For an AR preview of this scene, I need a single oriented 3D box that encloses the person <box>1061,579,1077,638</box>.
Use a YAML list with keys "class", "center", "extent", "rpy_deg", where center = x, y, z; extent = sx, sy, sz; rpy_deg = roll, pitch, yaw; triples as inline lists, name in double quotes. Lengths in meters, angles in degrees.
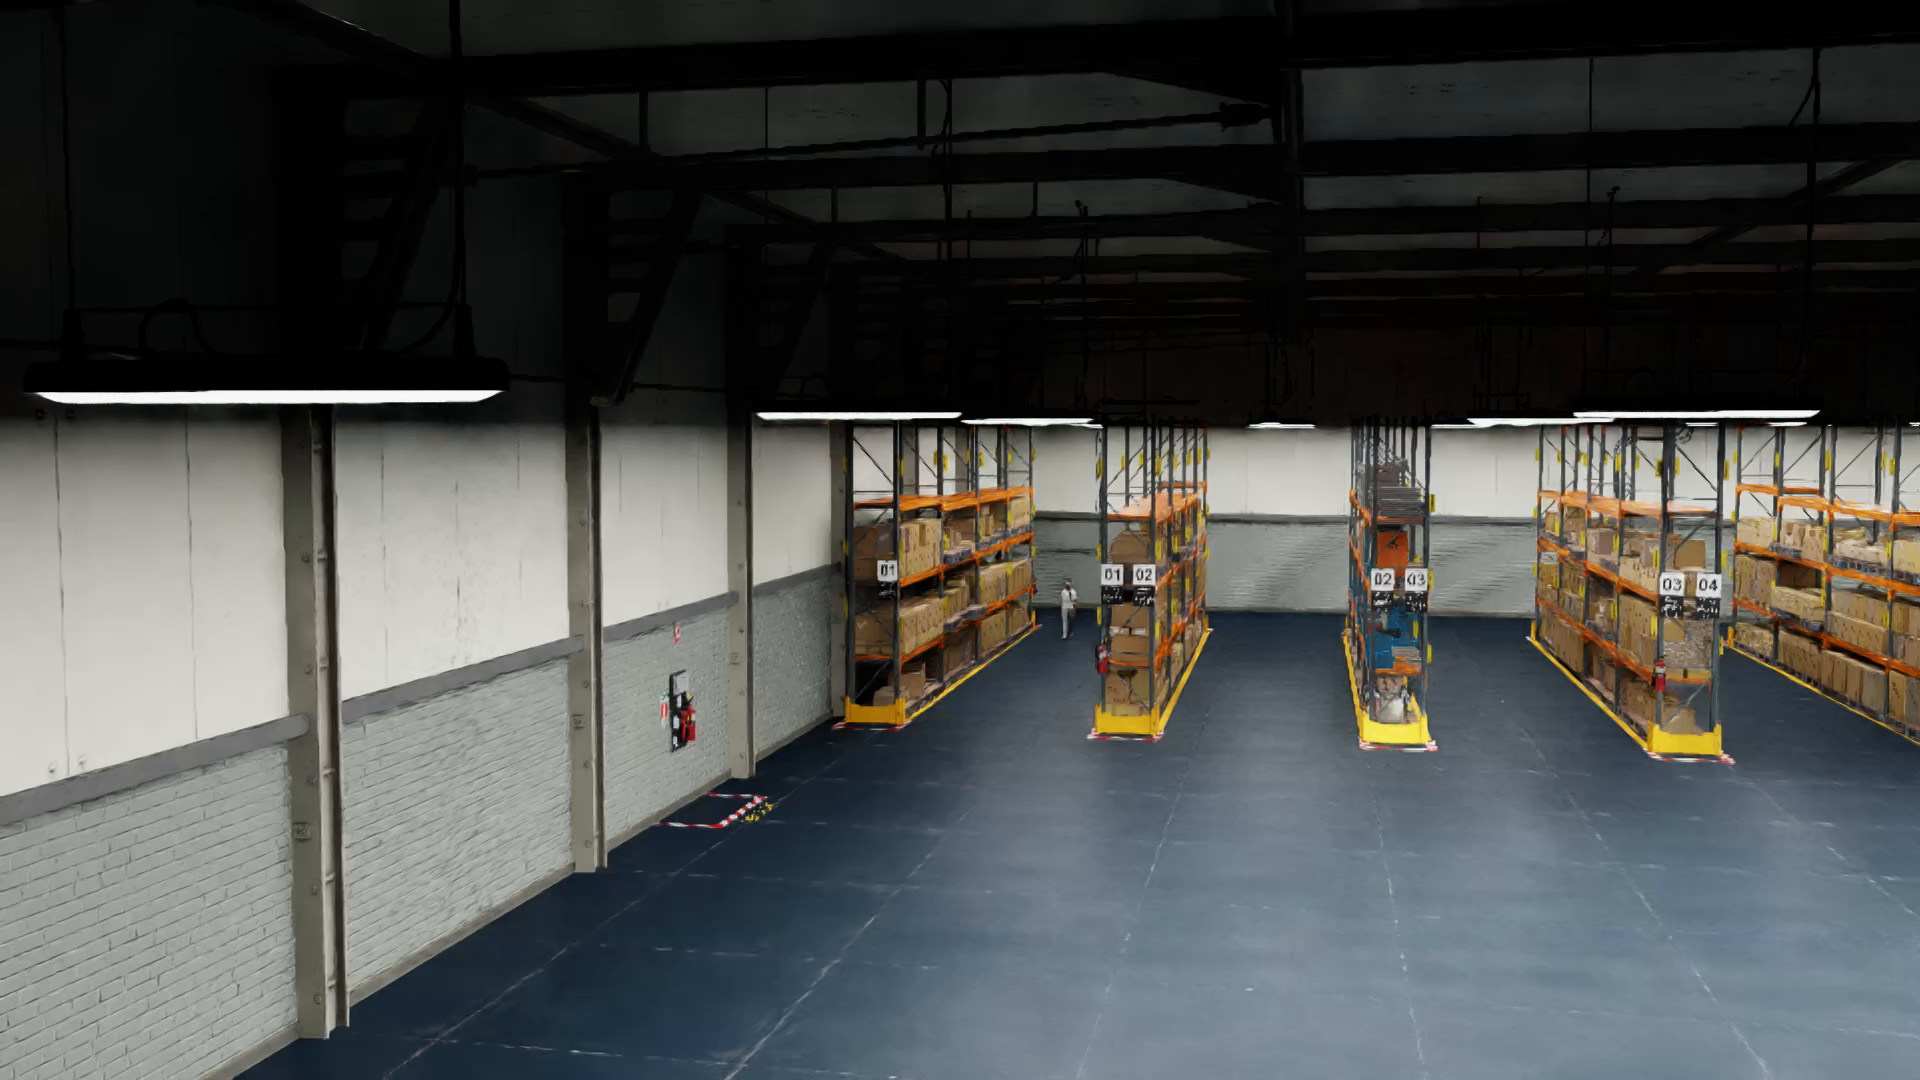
- class: "person"
  center: [2.987, 1.866, 45.625]
  extent: [0.457, 1.625, 0.989]
  rpy_deg: [1, 4, 11]
